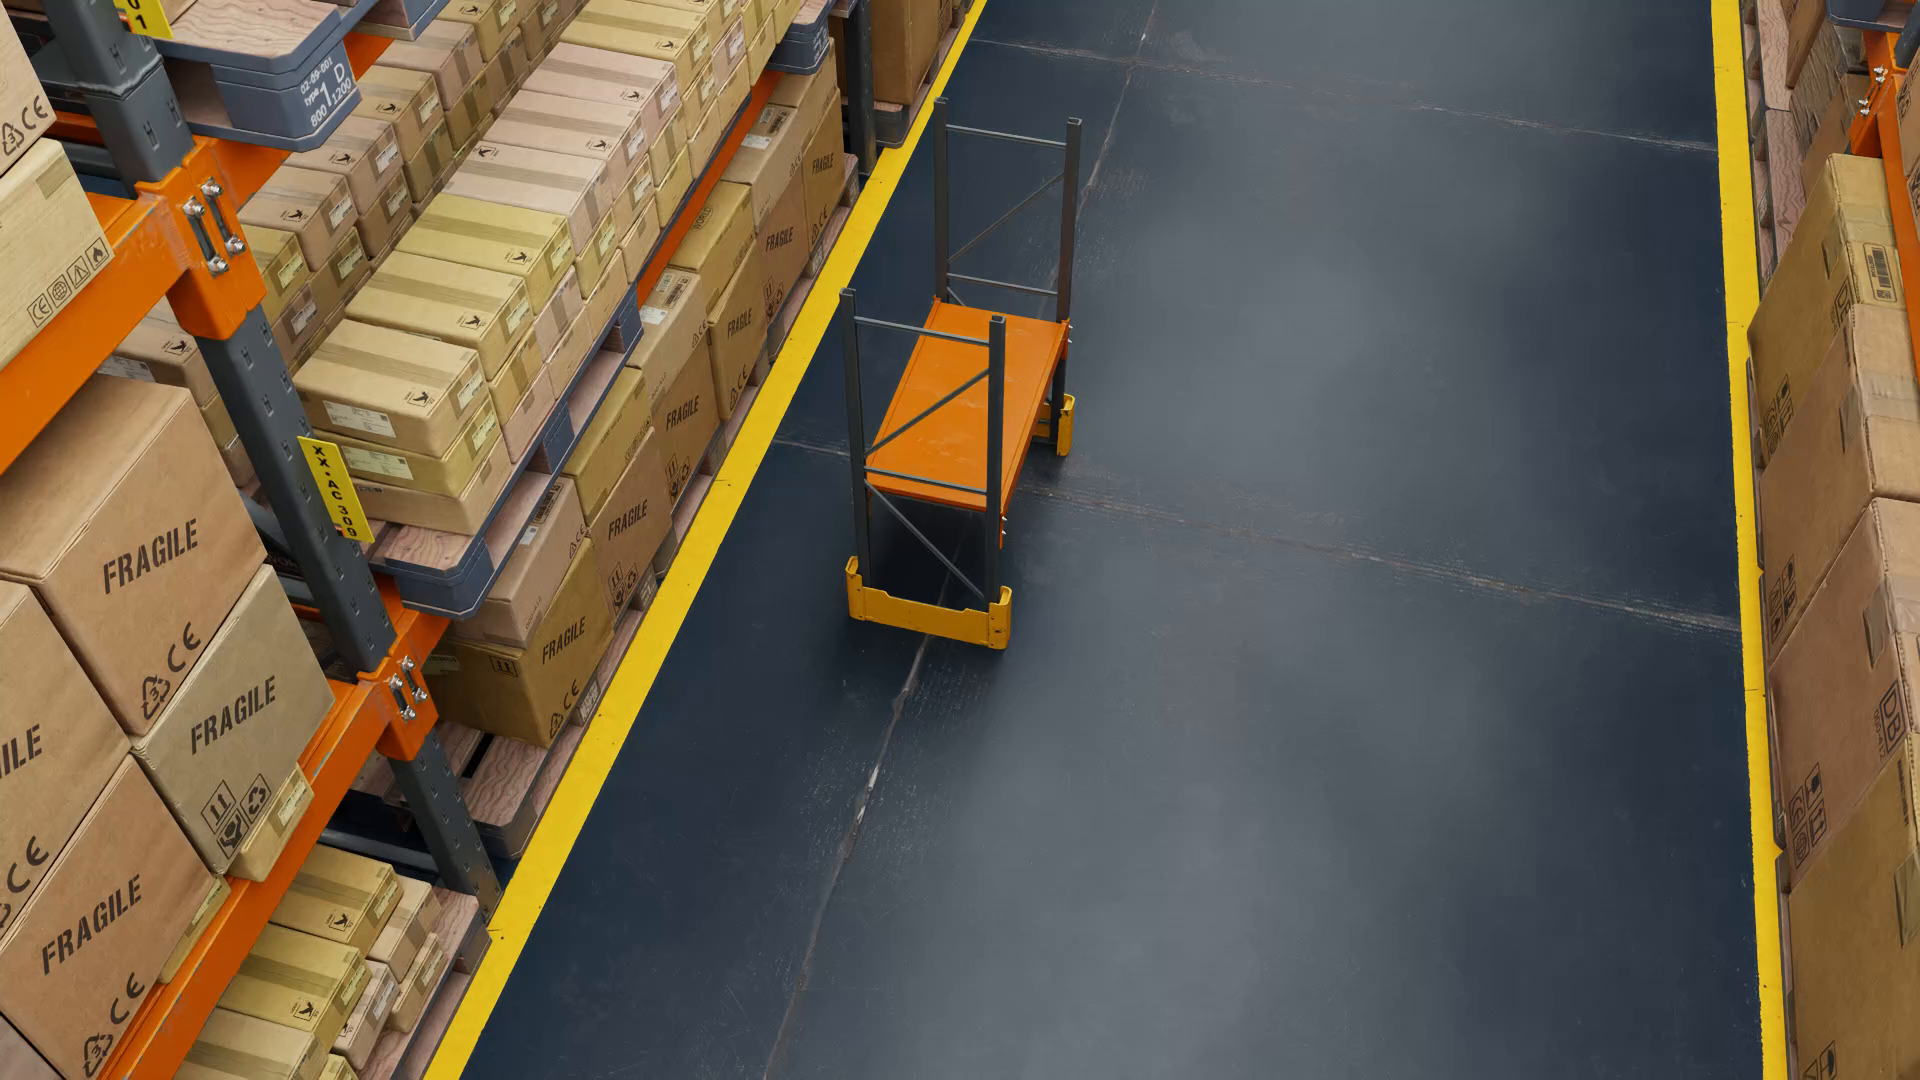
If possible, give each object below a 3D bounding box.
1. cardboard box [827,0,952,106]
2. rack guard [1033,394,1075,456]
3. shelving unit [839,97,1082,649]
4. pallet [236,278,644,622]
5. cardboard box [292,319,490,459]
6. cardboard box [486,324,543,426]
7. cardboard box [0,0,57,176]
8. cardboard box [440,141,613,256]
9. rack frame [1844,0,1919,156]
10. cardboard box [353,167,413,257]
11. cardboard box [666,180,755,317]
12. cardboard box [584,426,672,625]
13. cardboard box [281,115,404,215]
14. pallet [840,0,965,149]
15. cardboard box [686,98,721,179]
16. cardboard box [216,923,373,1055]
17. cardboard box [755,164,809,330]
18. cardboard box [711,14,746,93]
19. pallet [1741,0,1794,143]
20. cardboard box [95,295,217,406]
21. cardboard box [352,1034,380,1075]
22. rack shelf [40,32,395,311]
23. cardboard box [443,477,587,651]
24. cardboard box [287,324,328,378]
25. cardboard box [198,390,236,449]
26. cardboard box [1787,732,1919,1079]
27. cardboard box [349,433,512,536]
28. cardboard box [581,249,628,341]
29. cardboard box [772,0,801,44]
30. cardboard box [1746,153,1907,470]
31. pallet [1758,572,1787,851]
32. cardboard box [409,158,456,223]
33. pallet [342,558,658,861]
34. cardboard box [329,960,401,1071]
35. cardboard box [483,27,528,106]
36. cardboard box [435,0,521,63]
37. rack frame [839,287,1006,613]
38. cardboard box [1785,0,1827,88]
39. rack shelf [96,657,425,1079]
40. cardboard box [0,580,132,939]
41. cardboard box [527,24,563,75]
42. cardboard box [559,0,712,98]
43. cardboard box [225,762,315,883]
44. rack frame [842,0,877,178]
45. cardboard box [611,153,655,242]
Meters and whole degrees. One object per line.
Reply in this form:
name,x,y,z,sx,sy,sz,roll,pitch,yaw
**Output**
cardboard box,-0.640,-2.636,7.796,1.050,0.750,0.750,11,49,10
rack guard,0.151,-0.498,6.523,0.587,0.250,0.087,12,50,10
shelving unit,0.020,-0.551,5.736,0.587,1.500,1.083,12,50,10
pallet,-1.598,-0.386,4.718,1.003,0.211,1.213,12,50,10
cardboard box,-1.393,-0.373,4.069,0.380,0.149,0.250,14,50,12
cardboard box,-1.326,-0.462,4.346,0.380,0.149,0.250,11,49,9
cardboard box,-1.816,-0.650,2.589,0.500,0.250,0.500,9,49,8
cardboard box,-1.187,-0.941,4.570,0.380,0.149,0.250,11,49,10
rack frame,3.871,-1.767,5.809,1.000,3.000,0.127,12,50,10
cardboard box,-1.822,-0.975,4.799,0.380,0.149,0.250,10,49,9
cardboard box,-1.086,-1.101,6.108,0.500,0.250,0.500,13,50,11
cardboard box,-1.352,-0.103,5.727,0.500,0.500,0.500,14,50,12
cardboard box,-1.814,-1.078,4.692,0.380,0.149,0.250,11,50,10
pallet,-0.607,-2.452,8.273,1.003,0.211,1.213,12,50,10
cardboard box,-0.985,-1.303,5.287,0.380,0.149,0.250,10,49,8
cardboard box,-1.811,1.183,4.430,0.380,0.149,0.250,12,50,11
cardboard box,-0.948,-1.228,6.721,0.500,0.500,0.500,13,50,12
cardboard box,-0.915,-1.593,5.344,0.380,0.149,0.250,13,50,11
pallet,4.401,-2.289,8.129,1.003,0.211,1.213,12,50,10
cardboard box,-2.023,-0.507,4.188,0.380,0.149,0.250,14,50,12
cardboard box,-1.864,1.401,4.634,0.380,0.149,0.250,13,50,11
rack shelf,-1.414,-2.127,4.606,1.077,0.370,4.000,12,50,10
cardboard box,-1.491,0.032,5.108,0.500,0.250,0.500,10,49,8
cardboard box,-1.959,-0.496,4.575,0.380,0.149,0.250,12,50,10
cardboard box,-2.026,-0.407,4.297,0.380,0.149,0.250,13,50,11
cardboard box,2.968,1.223,4.307,1.225,0.875,0.875,12,50,10
cardboard box,-1.393,-0.176,4.292,0.380,0.149,0.250,9,49,8
cardboard box,-1.189,-0.739,4.789,0.380,0.149,0.250,12,50,10
cardboard box,-0.777,-1.882,5.798,0.380,0.149,0.250,11,49,10
cardboard box,3.670,-0.708,6.011,1.225,0.875,0.875,9,49,8
pallet,3.268,0.591,5.588,1.003,0.211,1.213,12,50,10
cardboard box,-1.757,-1.059,5.072,0.380,0.149,0.250,10,49,8
pallet,-1.736,0.434,5.727,1.003,0.211,1.213,12,50,10
cardboard box,-1.775,1.269,4.552,0.380,0.149,0.250,9,49,8
cardboard box,-1.613,-1.536,5.294,0.380,0.149,0.250,13,50,11
cardboard box,-1.609,-1.645,5.192,0.380,0.149,0.250,11,49,10
rack frame,-0.111,-0.190,5.418,0.500,1.500,0.032,12,50,10
cardboard box,4.305,-2.389,7.732,0.700,0.500,0.500,15,50,13
rack shelf,-2.466,1.759,3.177,1.077,0.370,4.000,12,50,10
cardboard box,-1.934,0.380,2.982,0.500,0.500,0.500,10,49,9
cardboard box,-1.547,-1.632,5.577,0.380,0.149,0.250,12,50,11
cardboard box,-0.986,-1.504,5.067,0.380,0.149,0.250,13,50,11
cardboard box,-1.752,0.618,3.872,0.380,0.149,0.250,10,49,9
rack frame,-0.887,-2.819,6.737,1.000,3.000,0.127,12,50,10
cardboard box,-1.122,-1.033,4.850,0.380,0.149,0.250,13,50,12
